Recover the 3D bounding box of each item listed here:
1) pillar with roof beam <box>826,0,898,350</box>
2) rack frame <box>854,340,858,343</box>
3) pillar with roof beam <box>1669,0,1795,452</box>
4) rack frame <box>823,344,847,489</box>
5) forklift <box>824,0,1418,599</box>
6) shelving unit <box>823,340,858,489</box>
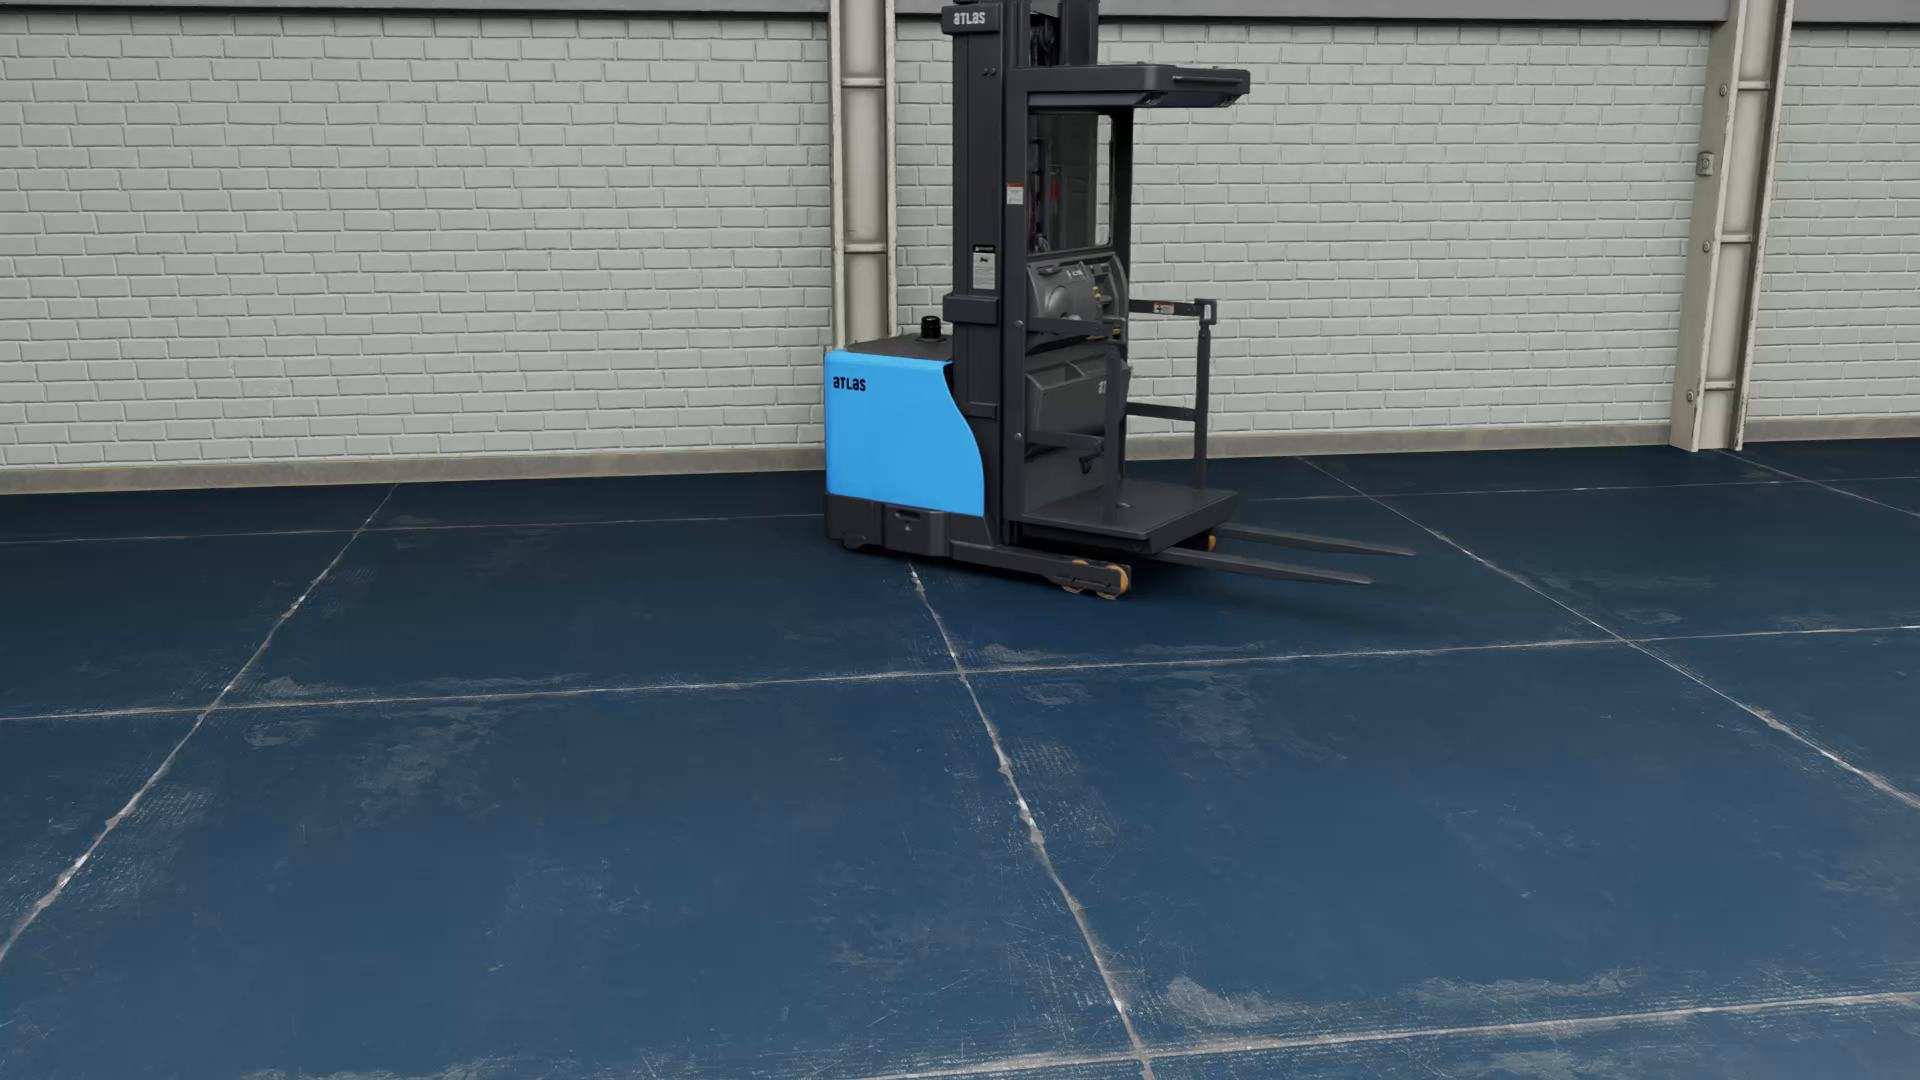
[{"bbox_3d":[0.024,-3.778,5.786,0.400,9.000,9.100,-2,14,-8],"label":"pillar with roof beam"},{"bbox_3d":[-0.522,-0.613,9.507,0.200,1.050,0.008,12,19,40],"label":"rack frame"},{"bbox_3d":[5.957,-3.995,6.653,0.400,9.000,9.100,-2,14,-8],"label":"pillar with roof beam"},{"bbox_3d":[-0.684,-0.569,9.331,0.200,1.050,0.008,12,19,40],"label":"rack frame"},{"bbox_3d":[0.775,-1.280,8.302,3.031,2.935,1.130,9,17,32],"label":"forklift"},{"bbox_3d":[-0.603,-0.591,9.419,0.215,1.050,0.252,12,19,40],"label":"shelving unit"}]
